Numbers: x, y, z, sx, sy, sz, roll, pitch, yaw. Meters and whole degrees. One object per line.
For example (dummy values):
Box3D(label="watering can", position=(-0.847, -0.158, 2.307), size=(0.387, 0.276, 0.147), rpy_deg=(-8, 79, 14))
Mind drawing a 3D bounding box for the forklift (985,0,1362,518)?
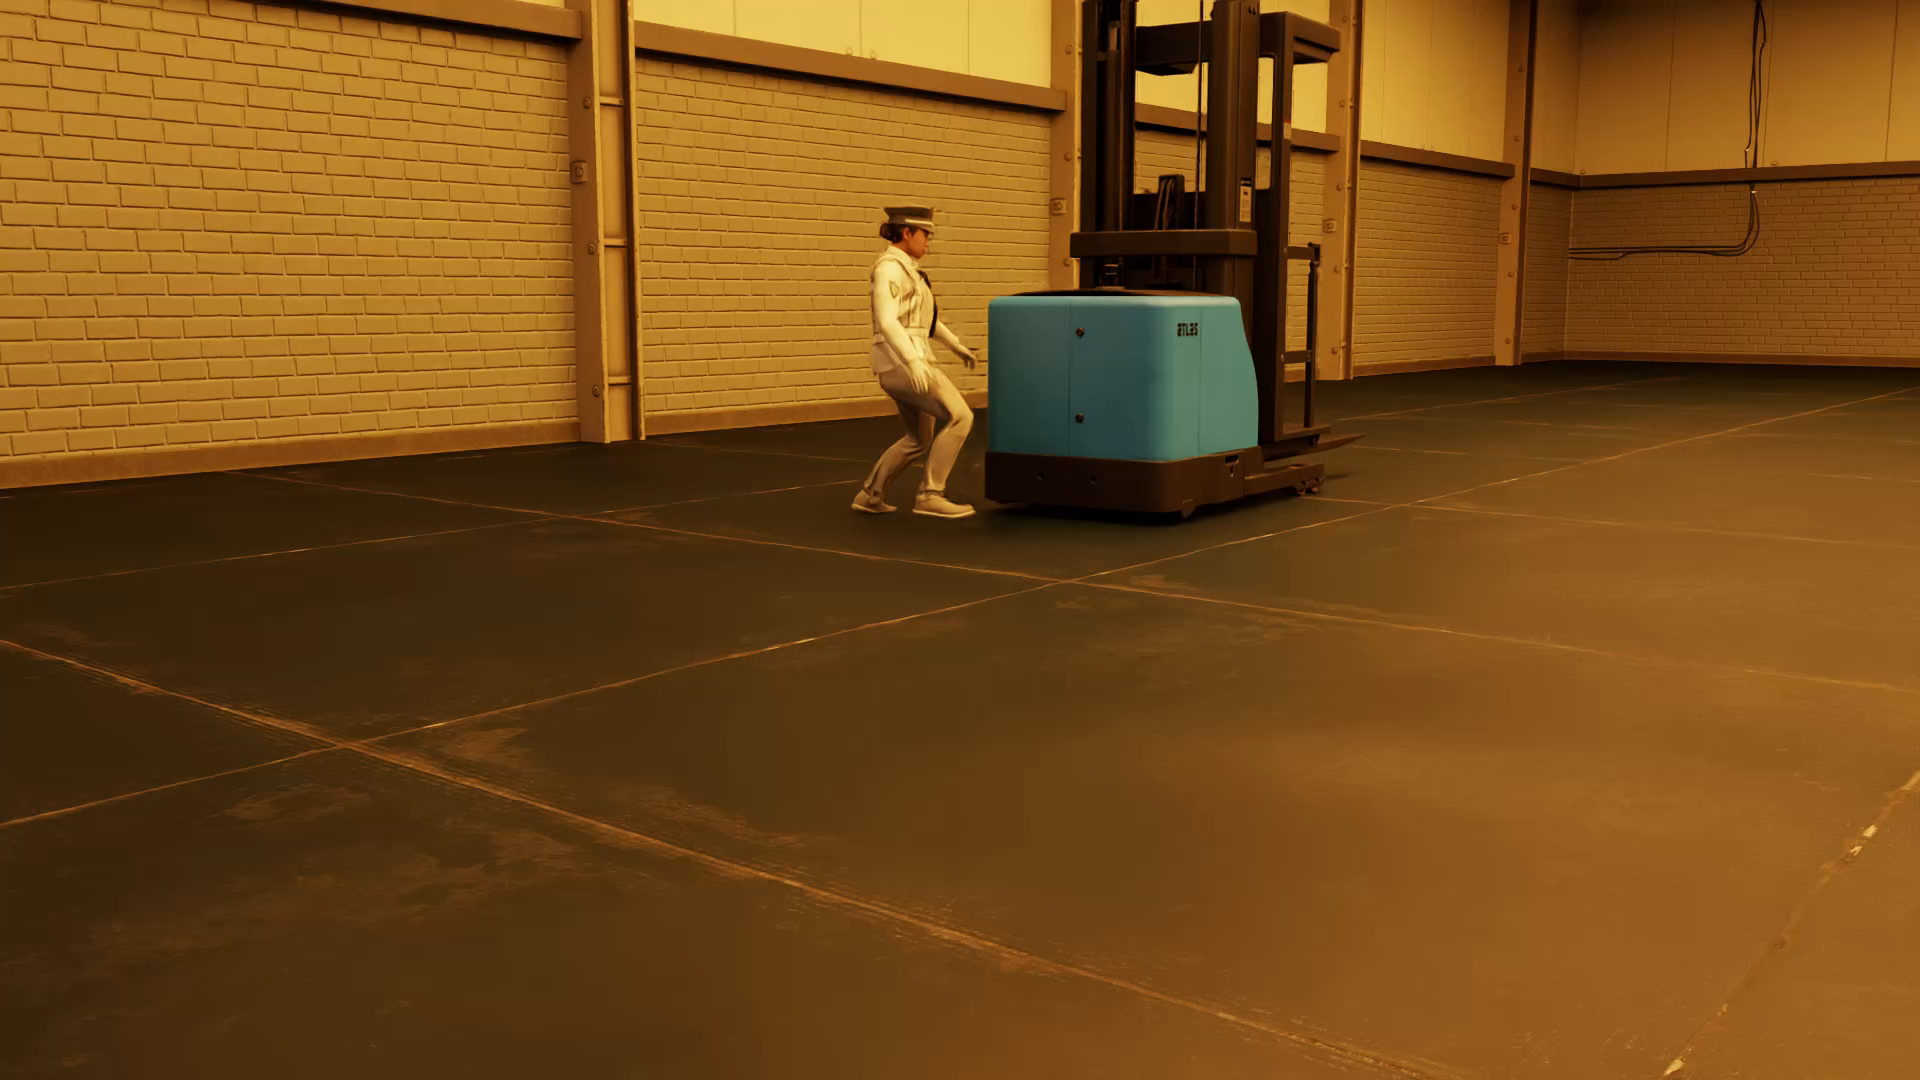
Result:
Box3D(label="forklift", position=(1.365, -1.723, 9.059), size=(1.130, 2.935, 3.031), rpy_deg=(6, 10, 34))

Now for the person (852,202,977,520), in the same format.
Box3D(label="person", position=(-0.227, -0.832, 7.968), size=(0.688, 1.544, 0.881), rpy_deg=(1, 8, 8))
